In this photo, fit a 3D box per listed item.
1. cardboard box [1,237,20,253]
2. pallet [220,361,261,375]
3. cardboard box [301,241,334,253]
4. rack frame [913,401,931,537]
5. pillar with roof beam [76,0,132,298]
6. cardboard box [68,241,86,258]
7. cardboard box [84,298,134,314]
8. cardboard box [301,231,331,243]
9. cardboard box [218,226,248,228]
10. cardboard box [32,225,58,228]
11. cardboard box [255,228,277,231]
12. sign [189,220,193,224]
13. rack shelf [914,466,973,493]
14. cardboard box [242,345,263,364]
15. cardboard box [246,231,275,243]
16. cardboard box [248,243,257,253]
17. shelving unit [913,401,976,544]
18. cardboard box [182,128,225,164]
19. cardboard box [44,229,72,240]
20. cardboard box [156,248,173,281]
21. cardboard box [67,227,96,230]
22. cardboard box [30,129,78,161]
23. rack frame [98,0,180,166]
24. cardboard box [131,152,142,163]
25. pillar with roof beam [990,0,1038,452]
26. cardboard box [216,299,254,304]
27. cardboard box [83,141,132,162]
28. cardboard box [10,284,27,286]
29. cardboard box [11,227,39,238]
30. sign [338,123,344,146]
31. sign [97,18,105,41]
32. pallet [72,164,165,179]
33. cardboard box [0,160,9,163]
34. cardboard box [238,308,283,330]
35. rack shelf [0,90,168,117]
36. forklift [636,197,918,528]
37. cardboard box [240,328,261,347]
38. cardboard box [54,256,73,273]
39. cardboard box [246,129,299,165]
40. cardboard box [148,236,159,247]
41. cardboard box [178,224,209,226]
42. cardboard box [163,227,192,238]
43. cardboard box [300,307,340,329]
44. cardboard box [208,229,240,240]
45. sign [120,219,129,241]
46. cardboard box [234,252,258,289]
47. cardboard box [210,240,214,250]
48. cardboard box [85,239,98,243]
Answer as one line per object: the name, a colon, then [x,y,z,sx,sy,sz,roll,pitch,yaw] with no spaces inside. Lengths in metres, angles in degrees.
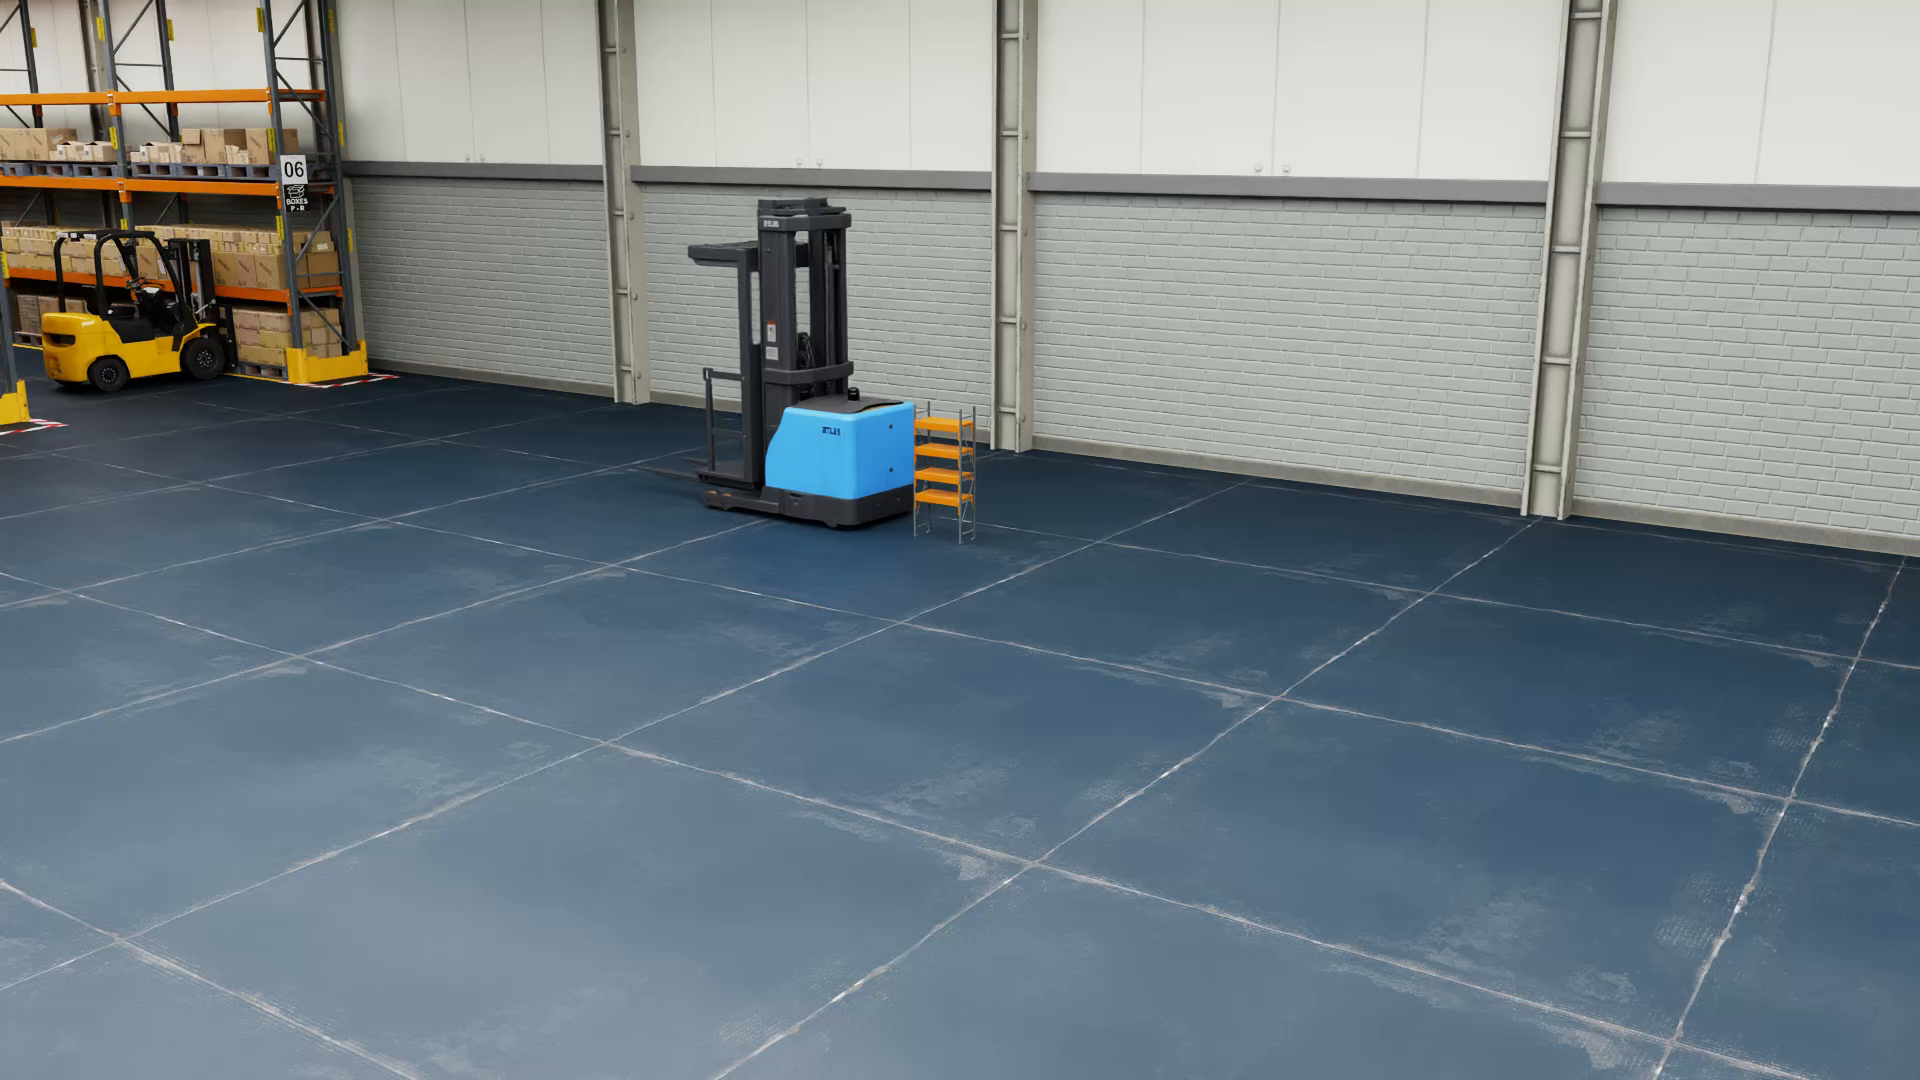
cardboard box: [-15.710,-4.970,27.931,0.500,0.250,0.500,9,17,33]
pallet: [-10.956,-2.745,25.473,1.213,0.211,1.003,9,17,33]
cardboard box: [-9.426,-4.301,24.399,0.250,0.149,0.380,9,16,31]
rack frame: [-0.340,-0.637,14.901,0.015,1.200,0.240,9,17,33]
pillar with roof beam: [-16.745,-6.972,24.261,0.400,9.000,9.100,9,17,33]
cardboard box: [-14.010,-4.699,26.836,0.500,0.250,0.500,10,17,34]
cardboard box: [-13.687,-3.602,27.198,0.625,0.625,0.875,9,17,32]
cardboard box: [-9.449,-4.436,24.325,0.250,0.149,0.380,9,16,32]
cardboard box: [-11.130,-4.724,25.488,0.250,0.149,0.380,9,16,32]
cardboard box: [-15.545,-5.274,28.327,0.250,0.149,0.380,10,17,35]
cardboard box: [-10.304,-4.577,24.894,0.250,0.149,0.380,10,17,35]
sign: [-12.300,-4.947,26.598,0.005,0.325,0.100,9,17,33]
rack shelf: [-0.137,-0.539,14.785,0.480,0.148,0.258,9,17,33]
cardboard box: [-10.263,-2.779,24.653,0.500,0.250,0.500,9,17,33]
cardboard box: [-10.158,-4.411,24.223,0.250,0.149,0.380,10,17,34]
cardboard box: [-10.143,-4.270,24.273,0.250,0.149,0.380,10,17,34]
shelving unit: [-0.137,-0.605,14.769,0.503,1.200,0.258,9,17,33]
cardboard box: [-11.051,-5.853,24.688,0.637,0.503,0.797,10,17,35]
cardboard box: [-14.751,-5.005,27.240,0.250,0.149,0.380,10,17,34]
cardboard box: [-11.945,-4.248,25.532,0.500,0.500,0.500,10,17,34]
cardboard box: [-14.668,-5.144,27.805,0.250,0.149,0.380,9,17,32]
cardboard box: [-14.618,-6.388,26.855,0.500,0.500,0.500,10,17,34]
rack frame: [-12.609,-7.289,25.542,0.127,3.000,1.000,9,17,33]
cardboard box: [-12.406,-5.843,25.383,0.250,0.149,0.380,10,17,34]
pillar with roof beam: [-1.810,-4.558,14.510,0.400,9.000,9.100,9,17,33]
cardboard box: [-11.251,-3.569,25.765,0.500,0.250,0.500,9,17,33]
cardboard box: [-13.345,-6.091,26.047,0.500,0.311,0.500,9,16,31]
cardboard box: [-16.817,-4.464,29.593,0.250,0.149,0.380,8,16,30]
cardboard box: [-15.605,-5.140,27.787,0.250,0.149,0.380,10,17,34]
sign: [-8.975,-5.869,24.065,0.005,0.325,0.100,9,17,33]
sign: [-12.901,-7.671,24.977,0.005,0.325,0.100,9,17,33]
pallet: [-13.348,-5.856,26.393,1.217,0.209,0.805,8,16,31]
cardboard box: [-16.489,-6.317,28.170,0.500,0.250,0.500,9,16,31]
cardboard box: [-10.273,-3.262,24.526,0.500,0.250,0.500,10,17,34]
rack shelf: [-14.268,-7.014,26.760,4.000,0.370,1.077,9,17,33]
forklift: [-1.880,-1.793,15.967,3.031,2.935,1.130,10,17,35]
cardboard box: [-10.278,-3.025,24.608,0.500,0.250,0.500,9,17,32]
cardboard box: [-14.421,-4.527,27.179,0.500,0.250,0.500,10,17,35]
cardboard box: [-9.793,-5.609,23.705,0.500,0.500,0.500,10,17,35]
cardboard box: [-12.275,-4.611,25.650,0.250,0.149,0.380,10,17,34]
cardboard box: [-11.990,-4.861,26.039,0.250,0.149,0.380,9,16,31]
cardboard box: [-11.869,-4.679,25.304,0.250,0.149,0.380,10,17,34]
cardboard box: [-9.583,-3.297,24.669,0.500,0.250,0.500,9,16,32]
cardboard box: [-10.980,-4.559,24.821,0.250,0.149,0.380,9,17,34]
sign: [-12.903,-4.791,25.691,0.005,0.325,0.100,9,17,33]
cardboard box: [-10.270,-3.974,24.428,0.500,0.500,0.500,10,17,35]
cardboard box: [-10.968,-4.413,24.851,0.250,0.149,0.380,9,17,32]
cardboard box: [-13.706,-4.825,26.515,0.250,0.149,0.380,9,16,31]
